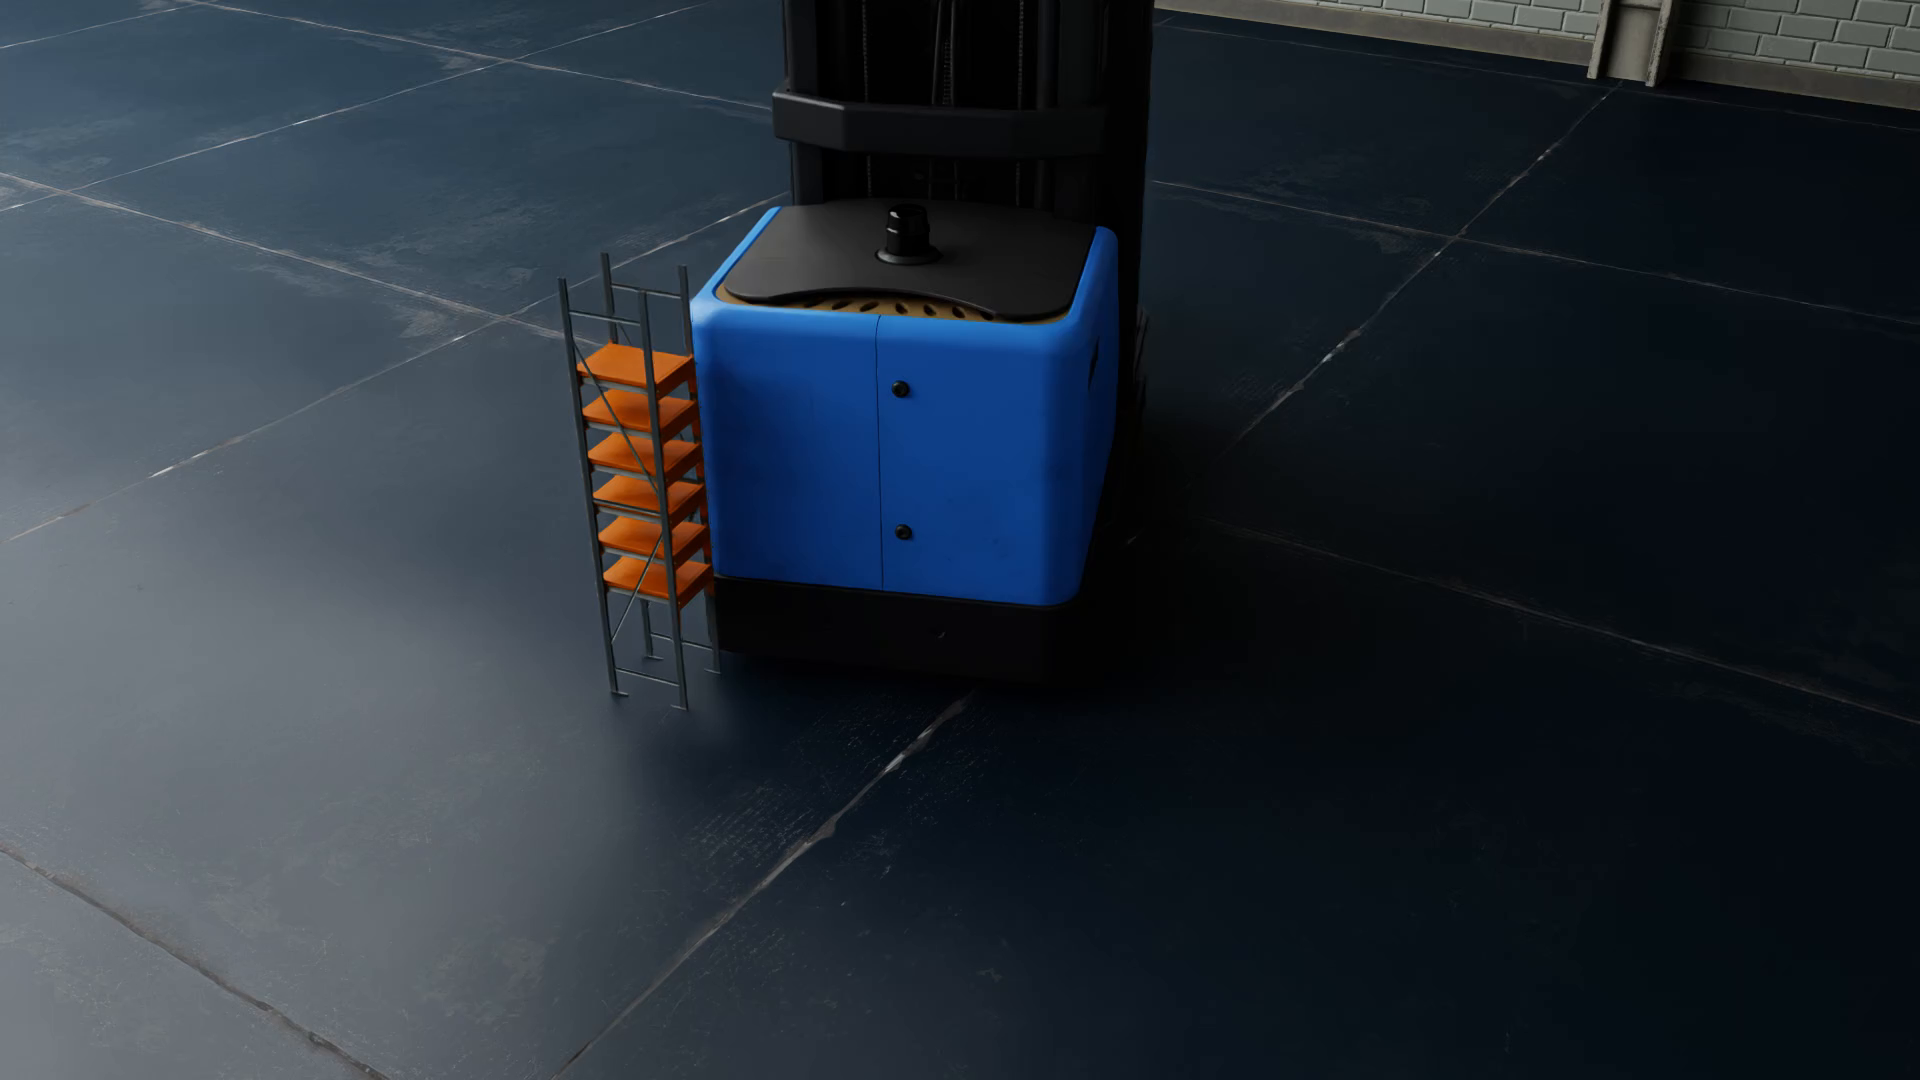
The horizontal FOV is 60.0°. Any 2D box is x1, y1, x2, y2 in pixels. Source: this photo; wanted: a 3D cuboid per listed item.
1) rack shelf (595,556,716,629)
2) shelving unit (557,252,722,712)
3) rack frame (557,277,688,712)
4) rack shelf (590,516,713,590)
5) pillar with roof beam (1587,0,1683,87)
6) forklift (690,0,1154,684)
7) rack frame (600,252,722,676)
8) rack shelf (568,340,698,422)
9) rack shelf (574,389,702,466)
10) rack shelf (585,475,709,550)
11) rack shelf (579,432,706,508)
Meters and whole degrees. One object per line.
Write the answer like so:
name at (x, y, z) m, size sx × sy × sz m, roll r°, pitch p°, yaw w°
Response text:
rack shelf at (-0.806, 0.122, 4.414) m, size 0.258 × 0.103 × 0.180 m, roll 12°, pitch 32°, yaw 19°
shelving unit at (-0.806, -0.123, 4.271) m, size 0.258 × 1.200 × 0.189 m, roll 12°, pitch 32°, yaw 19°
rack frame at (-0.841, -0.081, 4.198) m, size 0.240 × 1.200 × 0.006 m, roll 12°, pitch 32°, yaw 19°
rack shelf at (-0.806, 0.019, 4.354) m, size 0.258 × 0.103 × 0.180 m, roll 12°, pitch 32°, yaw 19°
pillar with roof beam at (1.744, -4.853, 4.638) m, size 0.400 × 9.000 × 9.100 m, roll 18°, pitch 35°, yaw 27°
forklift at (0.062, -1.606, 5.095) m, size 1.130 × 2.935 × 3.031 m, roll 5°, pitch 31°, yaw 9°
rack frame at (-0.771, -0.166, 4.344) m, size 0.240 × 1.200 × 0.006 m, roll 12°, pitch 32°, yaw 19°
rack shelf at (-0.806, -0.396, 4.112) m, size 0.258 × 0.103 × 0.180 m, roll 12°, pitch 32°, yaw 19°
rack shelf at (-0.806, -0.292, 4.172) m, size 0.258 × 0.103 × 0.180 m, roll 12°, pitch 32°, yaw 19°
rack shelf at (-0.806, -0.085, 4.293) m, size 0.258 × 0.103 × 0.180 m, roll 12°, pitch 32°, yaw 19°
rack shelf at (-0.806, -0.189, 4.233) m, size 0.258 × 0.103 × 0.180 m, roll 12°, pitch 32°, yaw 19°
